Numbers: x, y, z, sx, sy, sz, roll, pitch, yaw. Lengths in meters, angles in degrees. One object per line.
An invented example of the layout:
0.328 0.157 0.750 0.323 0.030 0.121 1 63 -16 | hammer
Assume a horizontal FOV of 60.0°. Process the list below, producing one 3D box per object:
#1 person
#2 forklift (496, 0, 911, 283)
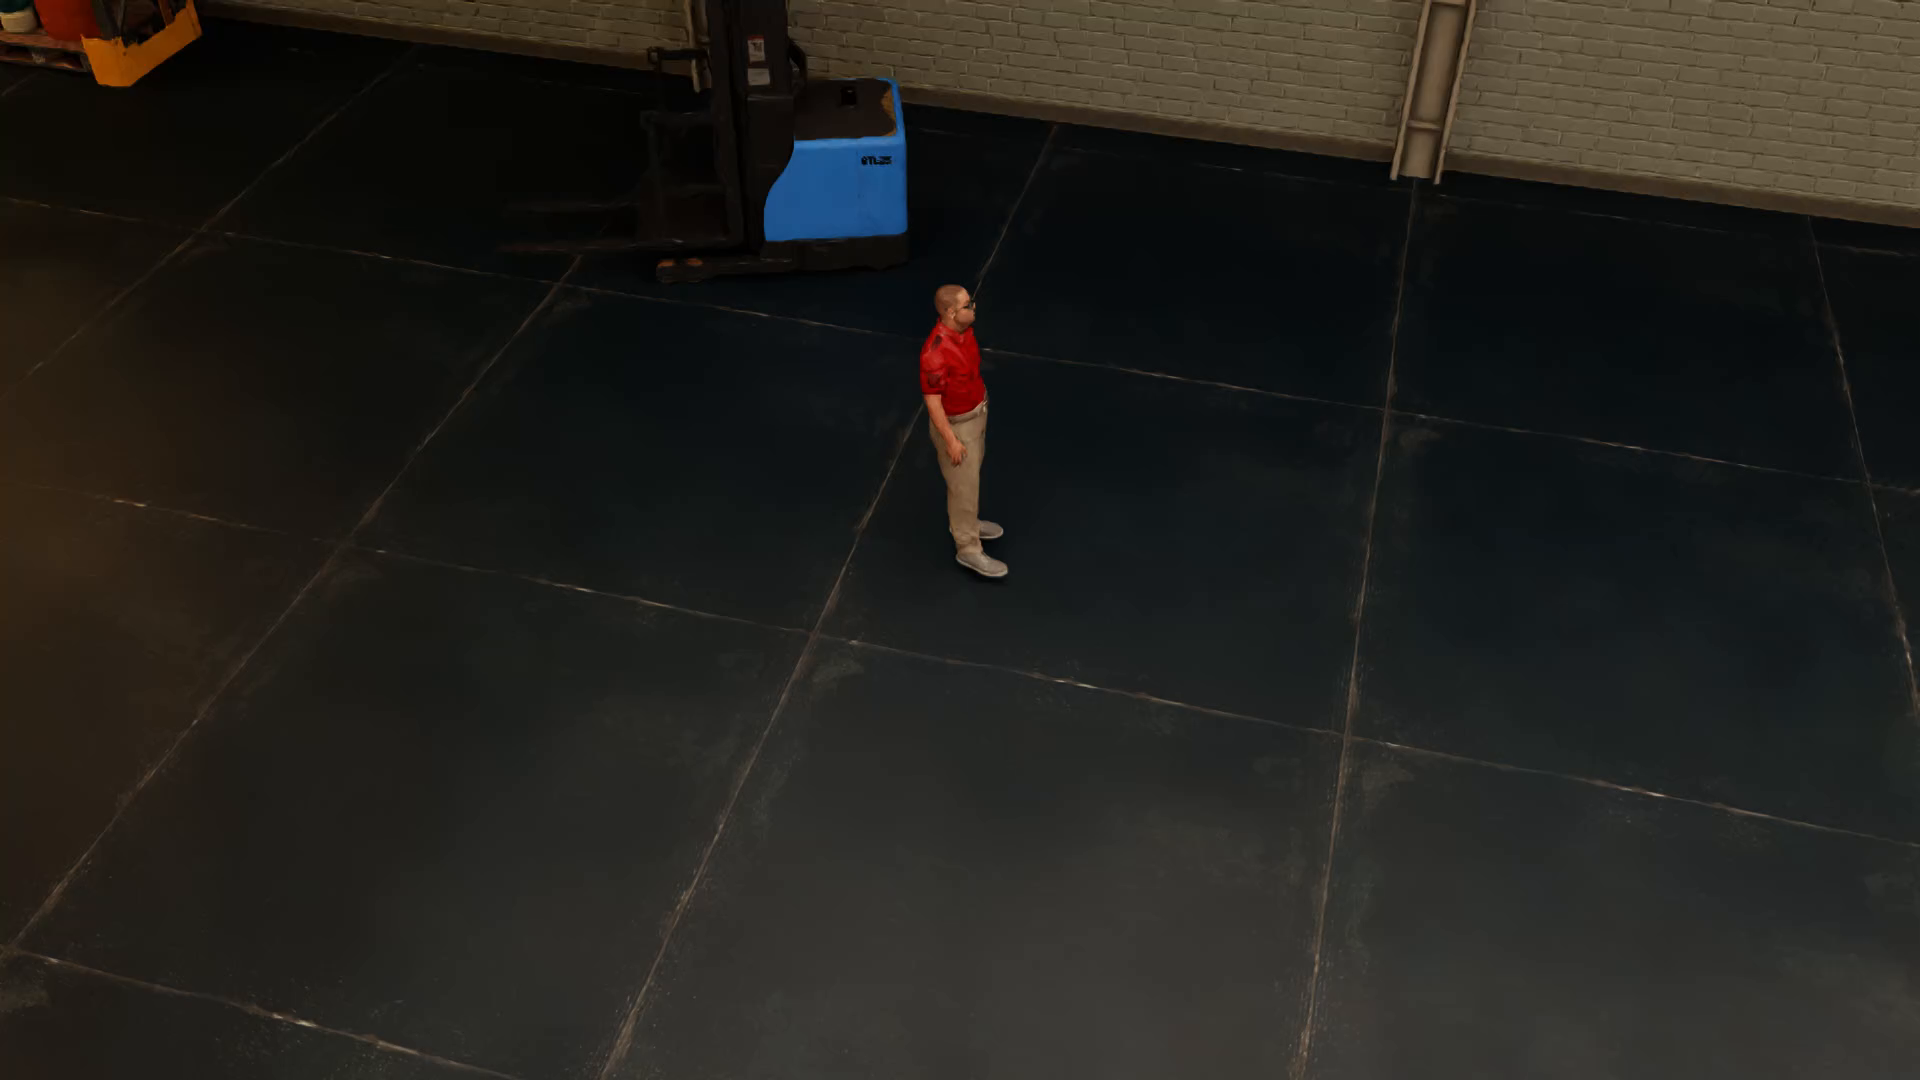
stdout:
0.084 -0.662 9.458 0.550 1.726 0.640 10 42 11 | person
-1.913 -3.355 11.689 3.031 2.935 1.130 -3 41 -4 | forklift
